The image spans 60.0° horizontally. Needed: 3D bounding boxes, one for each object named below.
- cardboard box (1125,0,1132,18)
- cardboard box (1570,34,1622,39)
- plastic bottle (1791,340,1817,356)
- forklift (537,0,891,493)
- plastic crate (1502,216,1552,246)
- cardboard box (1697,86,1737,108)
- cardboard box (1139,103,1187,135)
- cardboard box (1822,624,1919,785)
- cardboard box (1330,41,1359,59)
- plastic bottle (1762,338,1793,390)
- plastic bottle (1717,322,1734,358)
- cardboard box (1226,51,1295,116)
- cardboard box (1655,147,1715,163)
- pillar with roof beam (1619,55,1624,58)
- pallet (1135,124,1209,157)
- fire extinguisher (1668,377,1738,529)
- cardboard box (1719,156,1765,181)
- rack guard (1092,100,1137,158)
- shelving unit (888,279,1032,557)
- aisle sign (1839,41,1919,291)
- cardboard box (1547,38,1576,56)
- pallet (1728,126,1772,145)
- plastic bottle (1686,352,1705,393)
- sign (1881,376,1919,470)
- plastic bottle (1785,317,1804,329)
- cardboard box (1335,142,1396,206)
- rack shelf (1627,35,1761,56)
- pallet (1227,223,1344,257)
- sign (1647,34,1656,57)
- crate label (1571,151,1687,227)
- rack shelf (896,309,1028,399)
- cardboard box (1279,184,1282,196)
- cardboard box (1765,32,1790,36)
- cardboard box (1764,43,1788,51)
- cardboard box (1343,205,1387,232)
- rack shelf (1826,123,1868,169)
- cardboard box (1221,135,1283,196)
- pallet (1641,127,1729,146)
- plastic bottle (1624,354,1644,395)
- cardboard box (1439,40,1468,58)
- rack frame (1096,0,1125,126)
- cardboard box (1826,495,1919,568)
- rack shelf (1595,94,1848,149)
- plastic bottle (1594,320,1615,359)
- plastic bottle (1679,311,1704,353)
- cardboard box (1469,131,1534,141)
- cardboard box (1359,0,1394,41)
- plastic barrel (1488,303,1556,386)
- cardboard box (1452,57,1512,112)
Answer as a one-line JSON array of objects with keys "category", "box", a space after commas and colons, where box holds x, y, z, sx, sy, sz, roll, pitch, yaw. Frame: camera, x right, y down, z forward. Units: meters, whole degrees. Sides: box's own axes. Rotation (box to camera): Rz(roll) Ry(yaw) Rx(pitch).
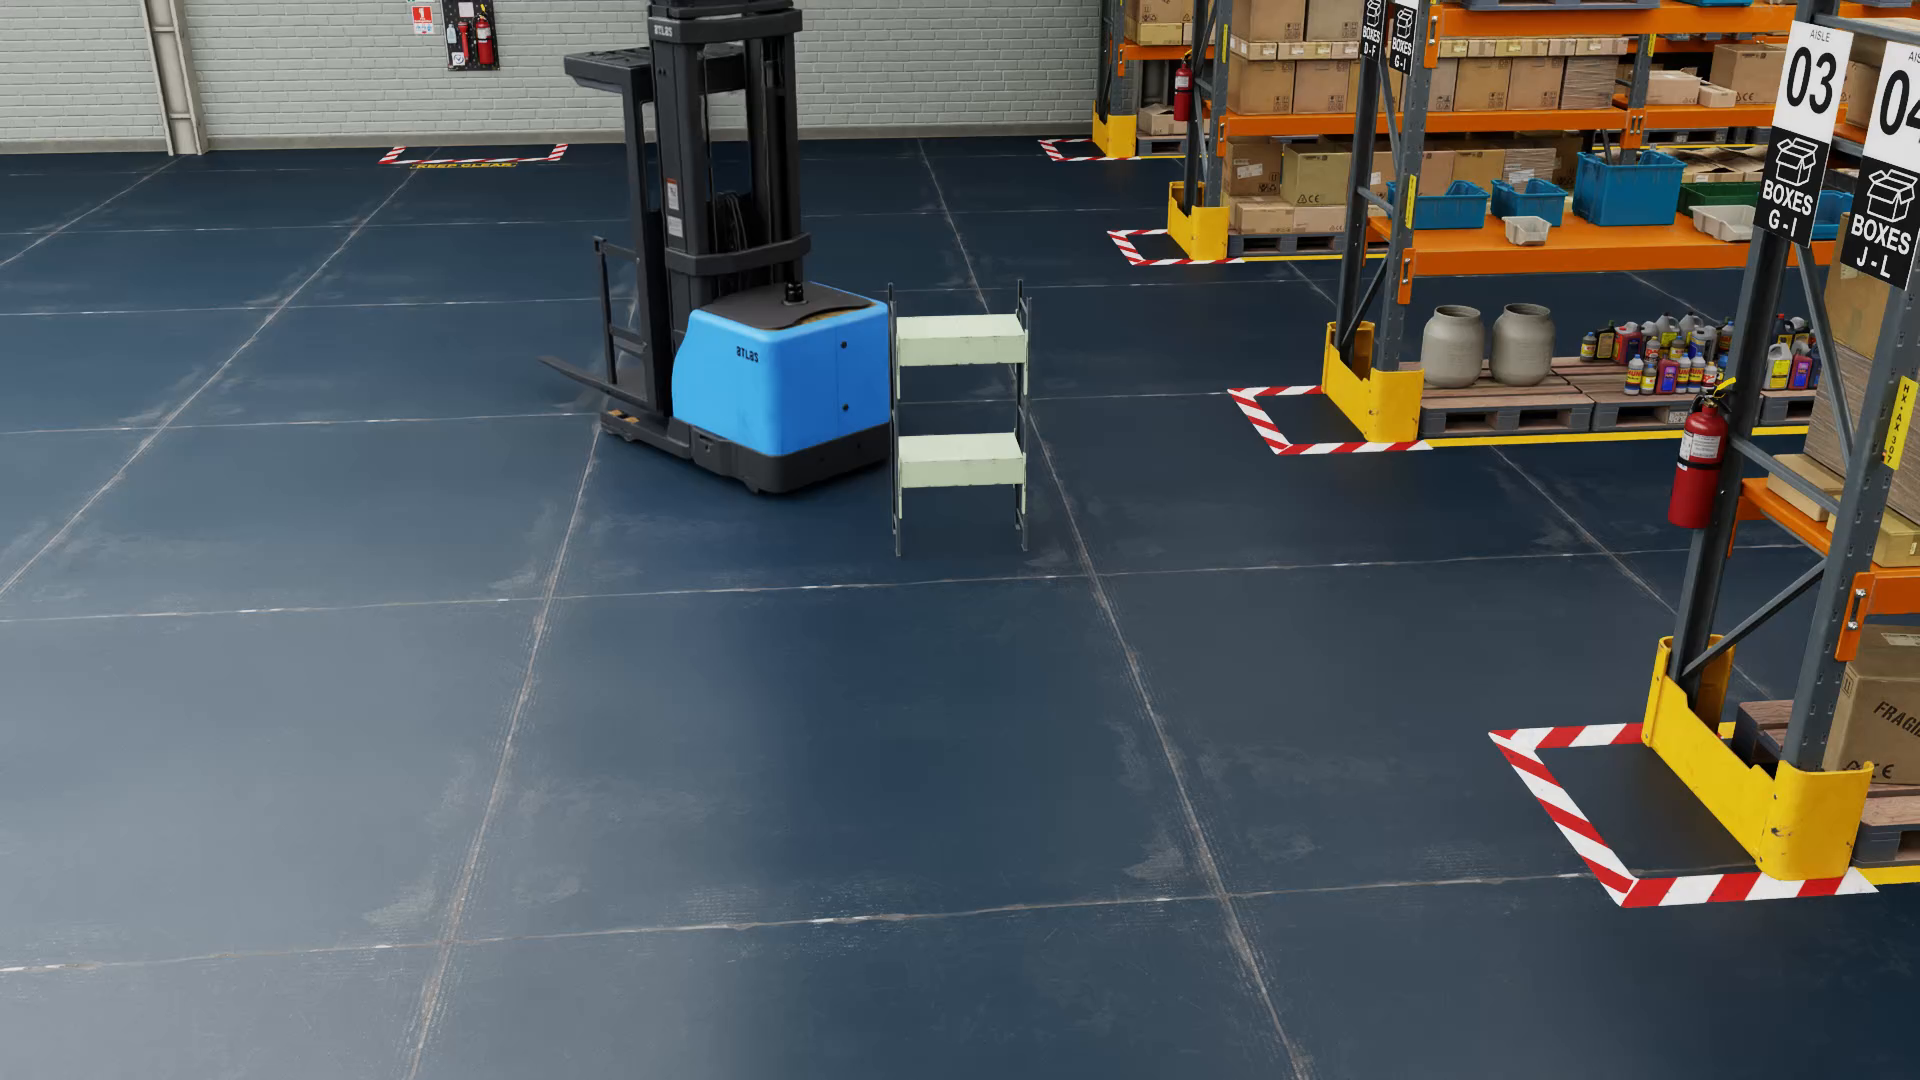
[{"category": "cardboard box", "box": [2.282, -6.635, 20.221, 0.500, 0.500, 0.500, -3, 24, -6]}, {"category": "cardboard box", "box": [5.864, -5.023, 15.636, 0.500, 0.500, 0.700, -2, 24, -5]}, {"category": "plastic bottle", "box": [5.945, -1.267, 11.720, 0.135, 0.276, 0.152, -2, 24, -5]}, {"category": "forklift", "box": [-1.811, -2.133, 10.940, 1.130, 2.935, 3.031, -22, 32, -40]}, {"category": "plastic crate", "box": [3.730, -2.027, 10.943, 0.250, 0.136, 0.298, -2, 24, -5]}, {"category": "cardboard box", "box": [7.207, -4.242, 15.910, 0.250, 0.149, 0.380, -2, 24, -5]}, {"category": "cardboard box", "box": [2.532, -5.210, 20.548, 0.500, 0.311, 0.500, -5, 24, -11]}, {"category": "cardboard box", "box": [3.918, 0.692, 7.061, 0.500, 0.500, 0.500, 2, 24, 5]}, {"category": "cardboard box", "box": [3.499, -4.546, 15.362, 0.250, 0.149, 0.380, -3, 24, -6]}, {"category": "plastic bottle", "box": [5.664, -1.230, 11.543, 0.185, 0.351, 0.144, -2, 24, -5]}, {"category": "plastic bottle", "box": [5.614, -1.463, 12.166, 0.097, 0.271, 0.097, 0, 24, 0]}, {"category": "cardboard box", "box": [2.791, -4.304, 15.617, 0.500, 0.500, 0.700, -2, 24, -5]}, {"category": "cardboard box", "box": [7.197, -3.751, 16.675, 0.500, 0.311, 0.500, -2, 24, -4]}, {"category": "pillar with roof beam", "box": [8.840, -7.865, 16.366, 0.400, 9.000, 9.100, -2, 24, -5]}, {"category": "pallet", "box": [2.722, -4.994, 20.725, 1.213, 0.211, 1.003, -2, 24, -5]}, {"category": "fire extinguisher", "box": [3.135, -0.387, 7.022, 0.183, 0.674, 0.296, -2, 24, -5]}, {"category": "cardboard box", "box": [7.755, -3.551, 16.223, 0.500, 0.311, 0.500, -3, 24, -7]}, {"category": "rack guard", "box": [1.910, -5.107, 20.626, 0.348, 0.500, 1.175, -2, 24, -5]}, {"category": "shelving unit", "box": [-0.007, -0.685, 9.445, 0.755, 1.500, 0.431, -2, 24, -5]}, {"category": "aisle sign", "box": [3.263, -1.305, 5.791, 0.004, 0.787, 0.394, -2, 24, -5]}, {"category": "cardboard box", "box": [5.549, -4.628, 15.548, 0.250, 0.149, 0.380, -3, 24, -7]}, {"category": "pallet", "box": [10.587, -5.293, 21.398, 1.213, 0.211, 1.003, -2, 24, -5]}, {"category": "plastic bottle", "box": [5.083, -1.161, 11.486, 0.097, 0.271, 0.097, 0, 24, 0]}, {"category": "sign", "box": [3.348, -0.417, 5.928, 0.005, 0.325, 0.100, -2, 24, -5]}, {"category": "plastic bottle", "box": [6.109, -1.499, 12.241, 0.135, 0.276, 0.152, -1, 24, -3]}, {"category": "cardboard box", "box": [3.874, -3.500, 15.877, 0.500, 0.500, 0.500, -2, 24, -5]}, {"category": "rack shelf", "box": [7.805, -6.158, 20.796, 4.000, 0.370, 1.077, -2, 24, -5]}, {"category": "pallet", "box": [3.082, -3.018, 16.280, 1.213, 0.211, 1.003, -2, 24, -5]}, {"category": "sign", "box": [6.361, -4.612, 15.269, 0.005, 0.325, 0.100, -2, 24, -5]}, {"category": "crate label", "box": [4.613, -2.441, 11.506, 0.616, 0.435, 0.502, -2, 24, -5]}, {"category": "rack shelf", "box": [-0.007, -1.042, 9.286, 0.720, 0.370, 0.431, -2, 24, -5]}, {"category": "cardboard box", "box": [3.326, -3.346, 16.452, 0.500, 0.250, 0.500, -2, 24, -5]}, {"category": "cardboard box", "box": [10.146, -6.380, 20.695, 0.250, 0.149, 0.380, -3, 24, -6]}, {"category": "cardboard box", "box": [8.094, -4.515, 16.092, 0.500, 0.500, 0.500, -2, 24, -5]}, {"category": "cardboard box", "box": [3.875, -3.153, 16.018, 0.500, 0.250, 0.500, -2, 24, -5]}, {"category": "rack shelf", "box": [5.285, -1.362, 6.314, 4.000, 0.370, 1.077, -2, 24, -5]}, {"category": "cardboard box", "box": [2.829, -3.664, 16.246, 0.500, 0.500, 0.500, -2, 24, -5]}, {"category": "pallet", "box": [9.018, -5.261, 21.327, 1.213, 0.211, 1.003, -2, 24, -5]}, {"category": "plastic bottle", "box": [4.643, -1.143, 11.446, 0.097, 0.271, 0.097, 0, 24, 0]}, {"category": "cardboard box", "box": [4.528, -4.587, 15.455, 0.250, 0.149, 0.380, -2, 24, -3]}, {"category": "rack frame", "box": [1.834, -6.247, 20.111, 0.127, 3.000, 1.000, -2, 24, -5]}, {"category": "cardboard box", "box": [3.602, -0.041, 6.457, 0.250, 0.149, 0.380, -2, 24, -5]}, {"category": "rack shelf", "box": [8.296, -4.155, 16.292, 4.000, 0.370, 1.077, -2, 24, -5]}, {"category": "plastic bottle", "box": [4.707, -1.465, 12.155, 0.133, 0.283, 0.061, -2, 24, -4]}, {"category": "plastic bottle", "box": [5.334, -1.504, 12.159, 0.185, 0.351, 0.144, -2, 24, -6]}, {"category": "cardboard box", "box": [5.316, -3.767, 16.478, 0.500, 0.500, 0.500, -2, 24, -5]}, {"category": "cardboard box", "box": [3.868, -4.942, 15.456, 0.500, 0.500, 0.700, -2, 24, -5]}, {"category": "plastic barrel", "box": [3.954, -1.375, 11.695, 0.421, 0.512, 0.421, 0, 24, 0]}, {"category": "cardboard box", "box": [4.841, -4.388, 15.805, 0.500, 0.500, 0.700, -2, 24, -4]}]
